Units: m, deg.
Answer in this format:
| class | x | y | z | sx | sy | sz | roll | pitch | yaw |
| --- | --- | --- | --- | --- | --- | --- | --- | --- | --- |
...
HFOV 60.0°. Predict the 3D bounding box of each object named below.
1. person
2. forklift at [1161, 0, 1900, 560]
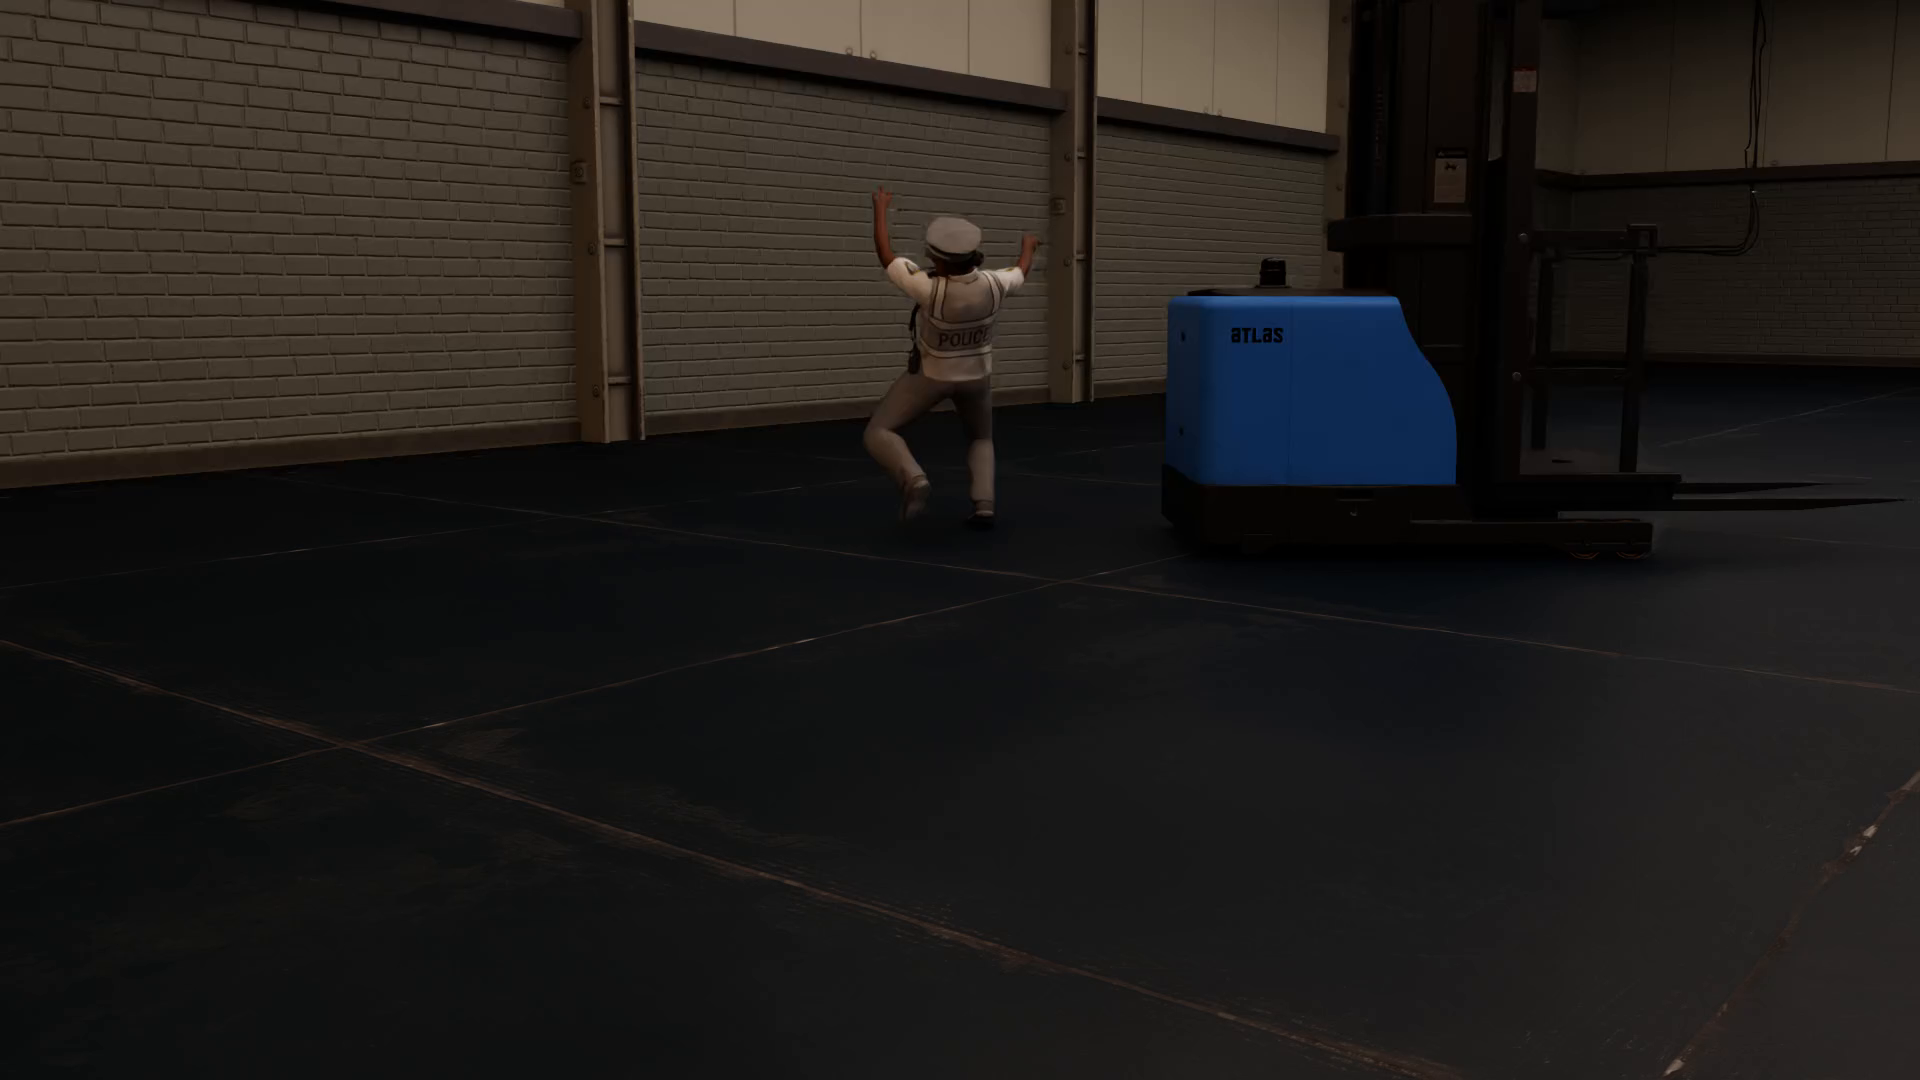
| class | x | y | z | sx | sy | sz | roll | pitch | yaw |
| --- | --- | --- | --- | --- | --- | --- | --- | --- | --- |
| person | 0.086 | -0.854 | 7.740 | 0.952 | 1.575 | 0.684 | -4 | 9 | -27 |
| forklift | 2.464 | -1.444 | 7.153 | 3.031 | 2.935 | 1.130 | 0 | 8 | -2 |
